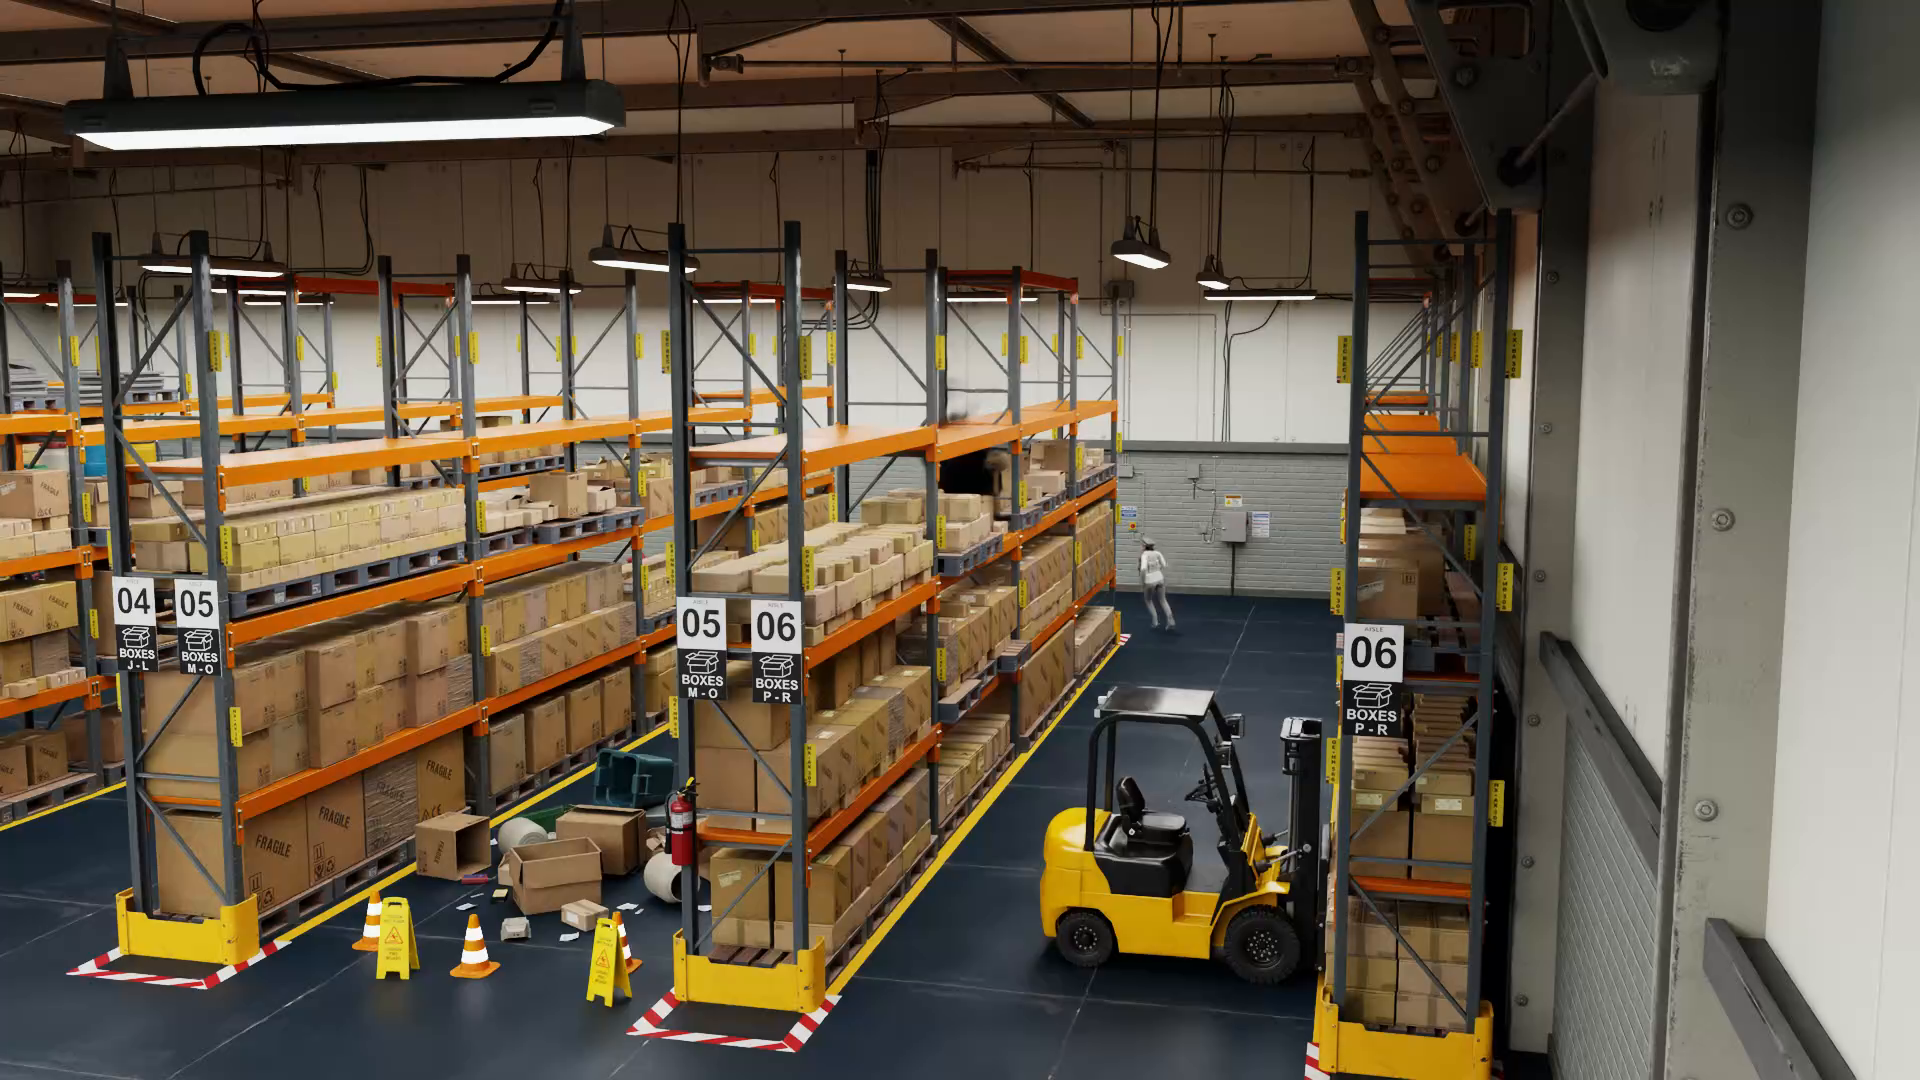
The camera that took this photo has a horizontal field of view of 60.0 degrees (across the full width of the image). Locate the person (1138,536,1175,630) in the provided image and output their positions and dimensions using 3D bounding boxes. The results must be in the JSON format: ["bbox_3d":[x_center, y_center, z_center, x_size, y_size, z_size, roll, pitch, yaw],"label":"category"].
[{"bbox_3d":[3.363,0.785,29.187,0.625,1.701,0.784,-3,7,-21],"label":"person"}]

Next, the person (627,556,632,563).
[{"bbox_3d":[-5.203,1.070,26.684,0.649,1.705,0.751,1,7,6],"label":"person"}]
